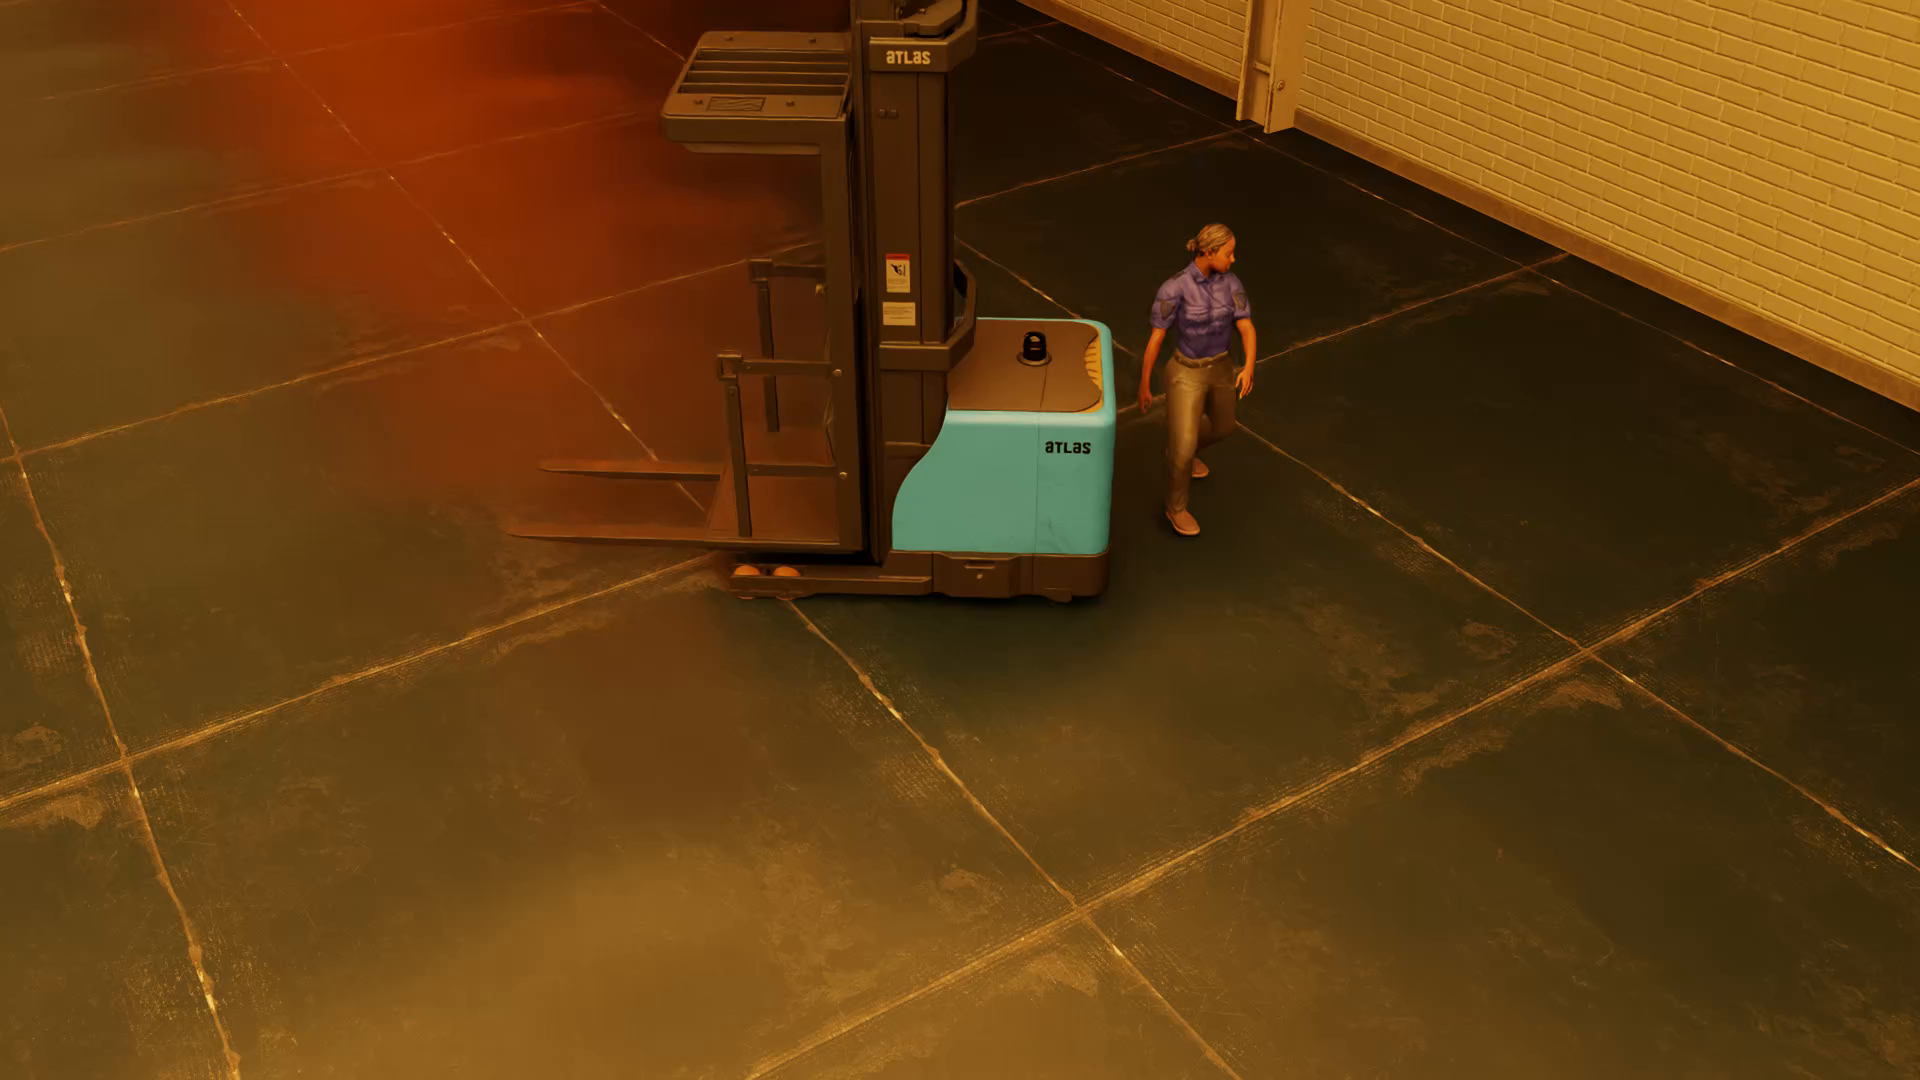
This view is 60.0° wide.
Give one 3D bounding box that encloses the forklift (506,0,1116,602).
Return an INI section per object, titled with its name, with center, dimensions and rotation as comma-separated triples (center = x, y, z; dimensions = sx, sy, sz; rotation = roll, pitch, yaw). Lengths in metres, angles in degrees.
[forklift]
center = -0.757, -1.202, 7.858
dimensions = 3.031, 2.935, 1.130
rotation = 1, 35, 2

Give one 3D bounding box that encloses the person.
[person]
center = 1.193, -0.837, 8.529
dimensions = 0.645, 1.558, 0.777
rotation = -20, 40, -26
